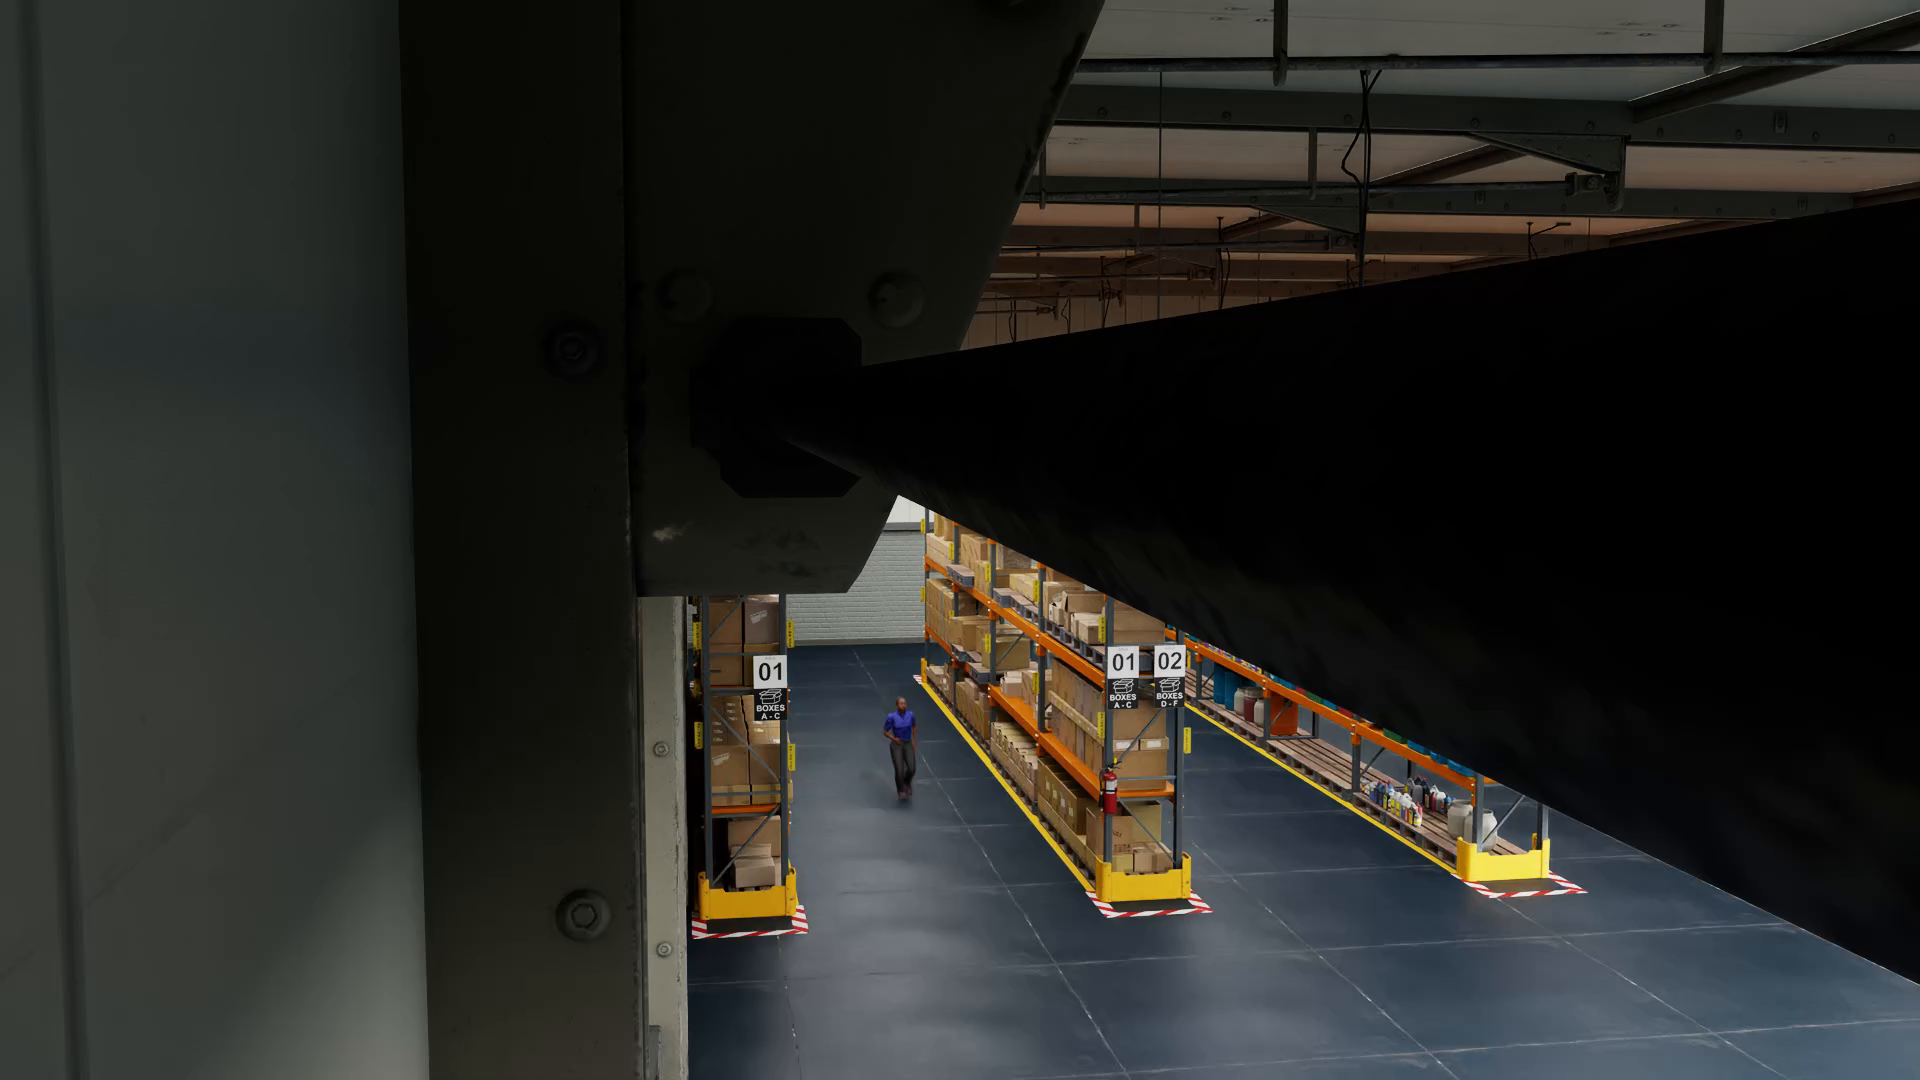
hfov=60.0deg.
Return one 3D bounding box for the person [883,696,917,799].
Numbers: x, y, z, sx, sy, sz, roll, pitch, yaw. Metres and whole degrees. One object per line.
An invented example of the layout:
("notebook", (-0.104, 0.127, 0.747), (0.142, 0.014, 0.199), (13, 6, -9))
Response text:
("person", (-0.901, 3.243, 25.908), (0.578, 1.622, 0.562), (-1, 5, -16))
